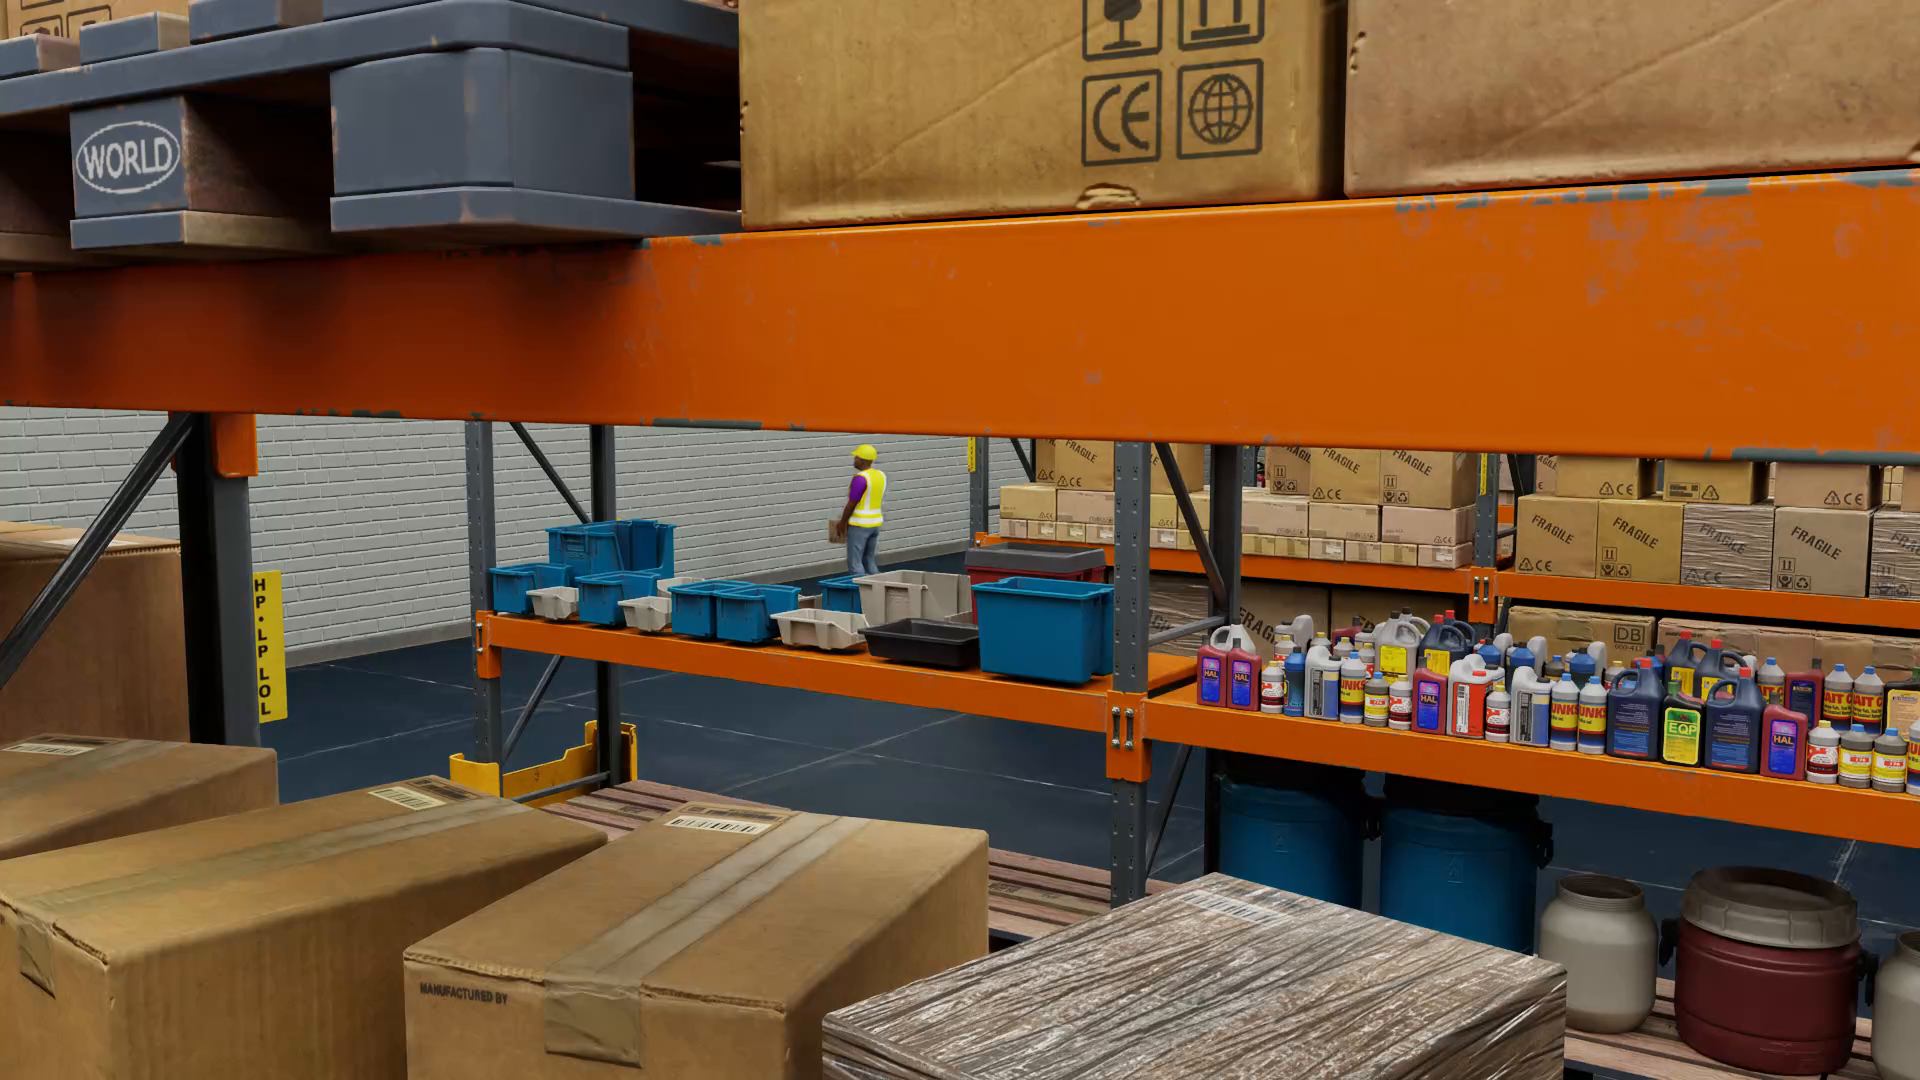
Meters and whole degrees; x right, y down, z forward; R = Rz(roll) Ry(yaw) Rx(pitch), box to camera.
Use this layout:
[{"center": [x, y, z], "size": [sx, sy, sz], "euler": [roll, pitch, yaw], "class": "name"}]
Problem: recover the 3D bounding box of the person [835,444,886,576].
[{"center": [-1.092, -0.156, 18.077], "size": [0.481, 1.771, 0.581], "euler": [3, 7, 29], "class": "person"}]
